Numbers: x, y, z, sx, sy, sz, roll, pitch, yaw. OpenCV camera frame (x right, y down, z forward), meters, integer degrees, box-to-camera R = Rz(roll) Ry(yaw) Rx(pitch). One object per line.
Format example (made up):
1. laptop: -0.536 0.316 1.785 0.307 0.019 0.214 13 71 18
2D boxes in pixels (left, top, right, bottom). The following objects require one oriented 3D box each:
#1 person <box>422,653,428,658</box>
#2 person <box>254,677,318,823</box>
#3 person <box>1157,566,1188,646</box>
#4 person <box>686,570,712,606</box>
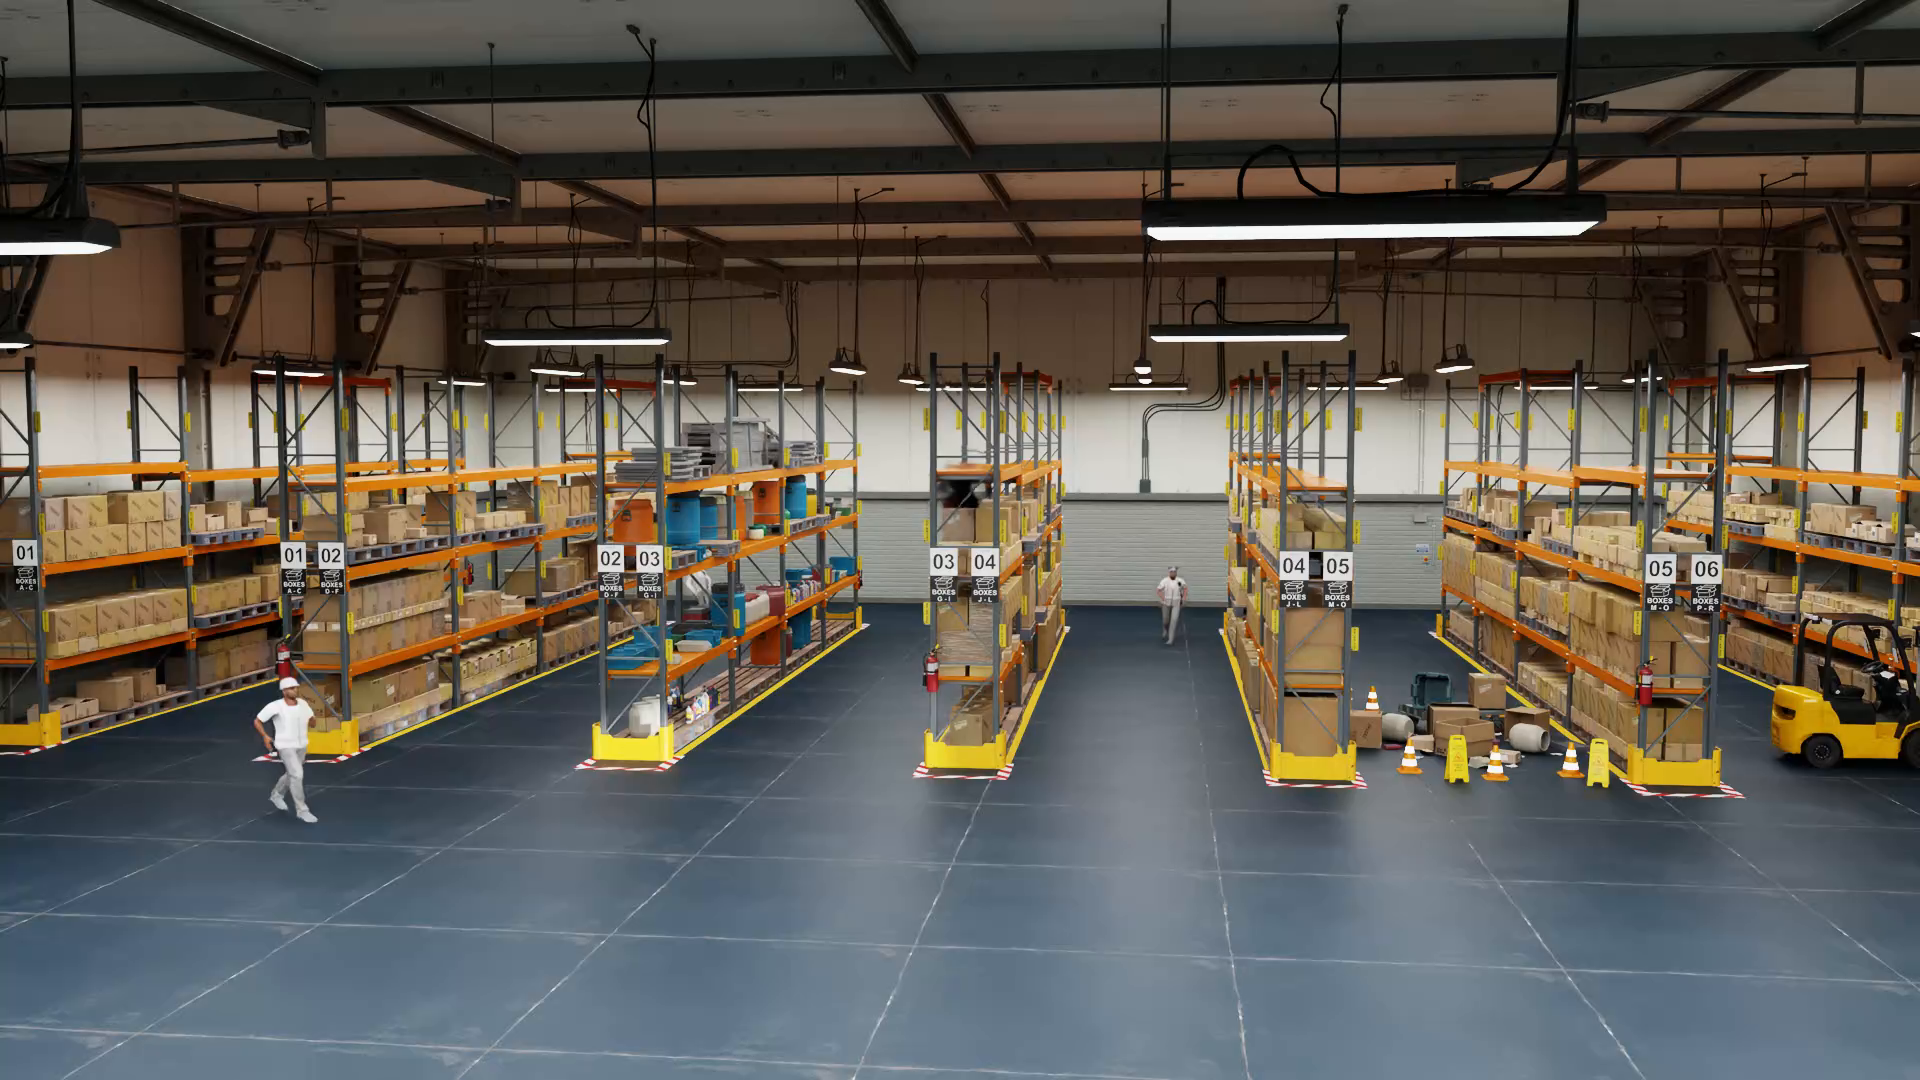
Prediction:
1. person: -10.790 1.836 33.090 0.601 1.644 0.648 0 4 -1
2. person: -8.412 2.612 20.939 0.946 1.777 0.691 2 4 26
3. person: 4.807 1.445 37.675 0.695 1.747 0.939 1 4 8
4. person: -6.440 1.281 41.224 0.672 1.659 0.546 -3 5 -37
